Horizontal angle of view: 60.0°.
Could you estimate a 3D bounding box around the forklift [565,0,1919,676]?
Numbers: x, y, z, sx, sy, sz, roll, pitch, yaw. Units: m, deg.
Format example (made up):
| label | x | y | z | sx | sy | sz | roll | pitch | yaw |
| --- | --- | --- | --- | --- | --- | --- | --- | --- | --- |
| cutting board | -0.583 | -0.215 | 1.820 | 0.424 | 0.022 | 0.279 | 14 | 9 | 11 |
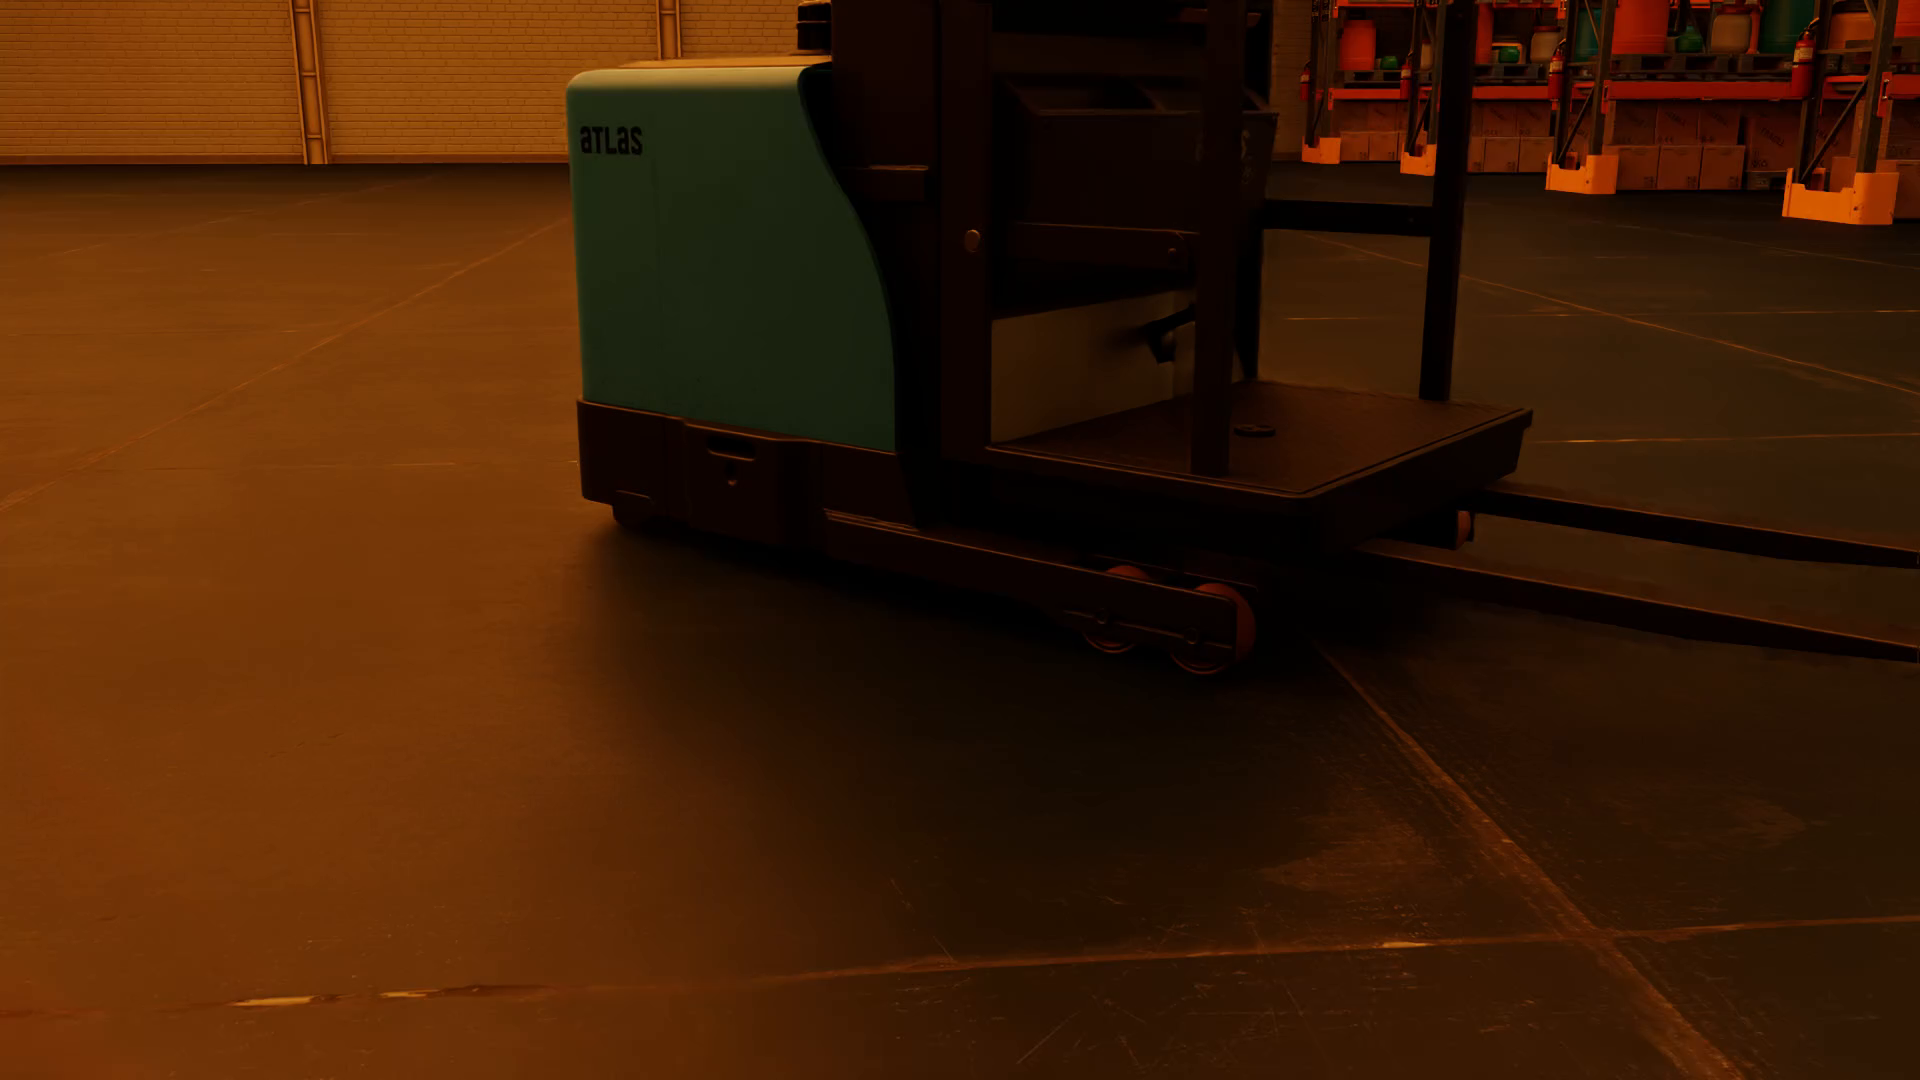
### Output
| label | x | y | z | sx | sy | sz | roll | pitch | yaw |
| --- | --- | --- | --- | --- | --- | --- | --- | --- | --- |
| forklift | 0.541 | -1.324 | 3.208 | 3.031 | 2.935 | 1.130 | 11 | 19 | 37 |
